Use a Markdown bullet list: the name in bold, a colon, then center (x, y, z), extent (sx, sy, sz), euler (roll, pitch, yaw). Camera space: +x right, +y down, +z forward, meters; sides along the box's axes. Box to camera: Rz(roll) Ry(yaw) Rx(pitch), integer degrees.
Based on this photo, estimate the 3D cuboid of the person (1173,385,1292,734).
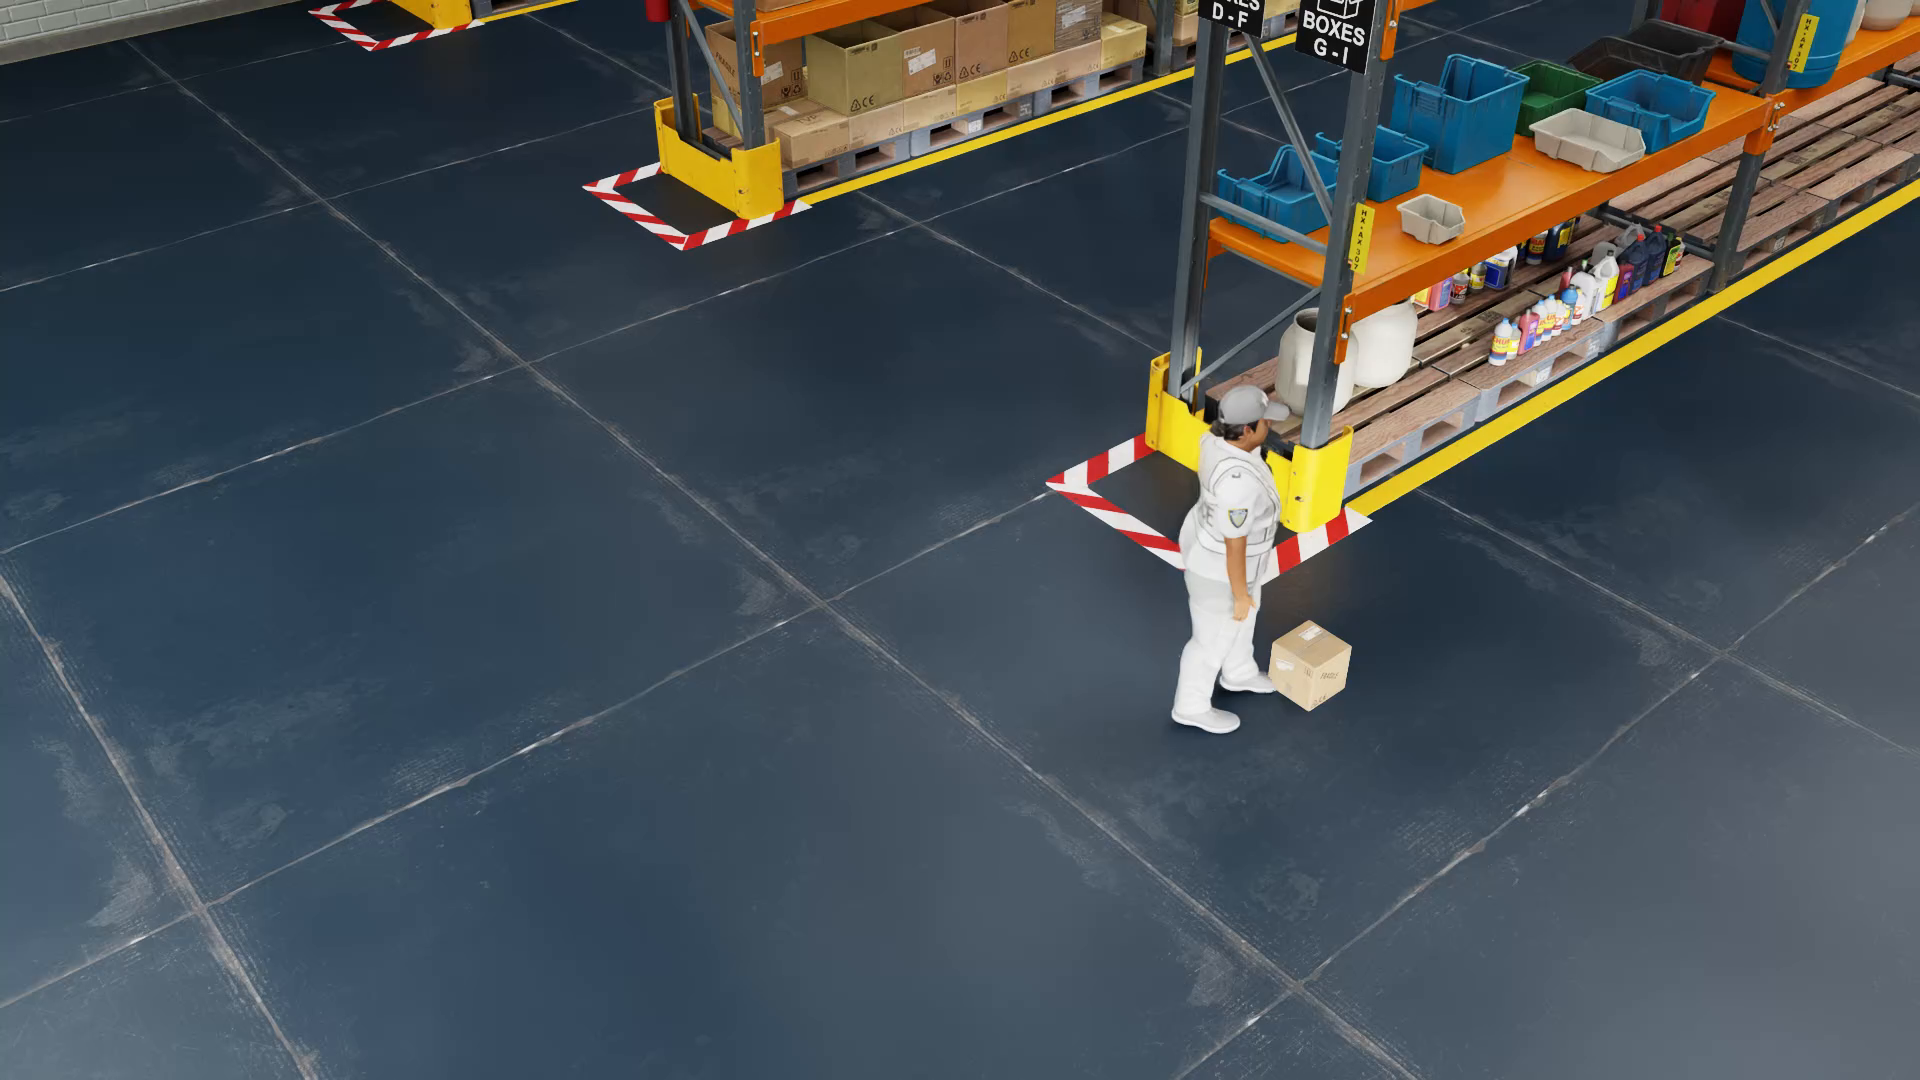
- **person**: center (1.200, 0.096, 6.939), extent (0.559, 1.674, 0.527), euler (0, 36, 0)
